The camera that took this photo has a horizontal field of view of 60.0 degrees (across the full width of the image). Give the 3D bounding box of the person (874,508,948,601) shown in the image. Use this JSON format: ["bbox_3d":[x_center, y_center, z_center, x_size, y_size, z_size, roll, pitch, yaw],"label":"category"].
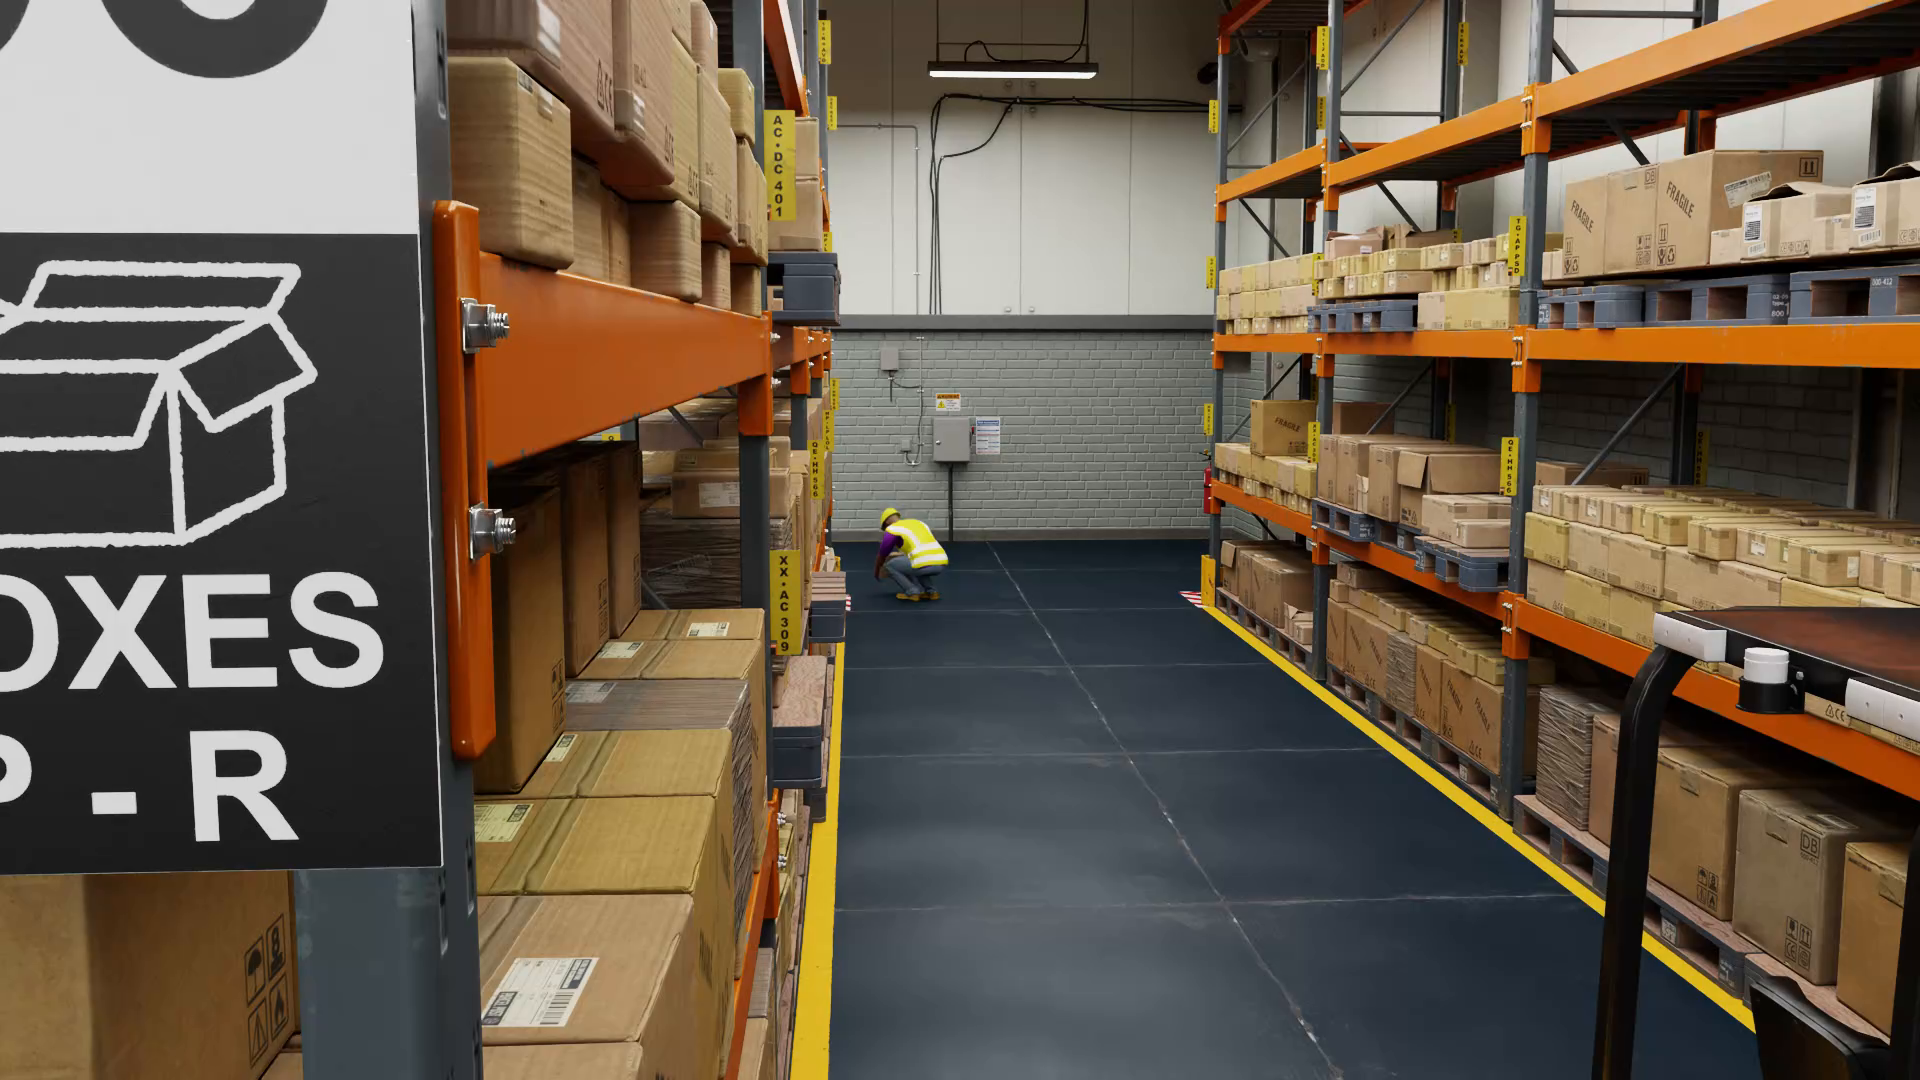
[{"bbox_3d":[-0.563,0.150,17.825,0.574,0.959,0.958,-6,9,-41],"label":"person"}]
